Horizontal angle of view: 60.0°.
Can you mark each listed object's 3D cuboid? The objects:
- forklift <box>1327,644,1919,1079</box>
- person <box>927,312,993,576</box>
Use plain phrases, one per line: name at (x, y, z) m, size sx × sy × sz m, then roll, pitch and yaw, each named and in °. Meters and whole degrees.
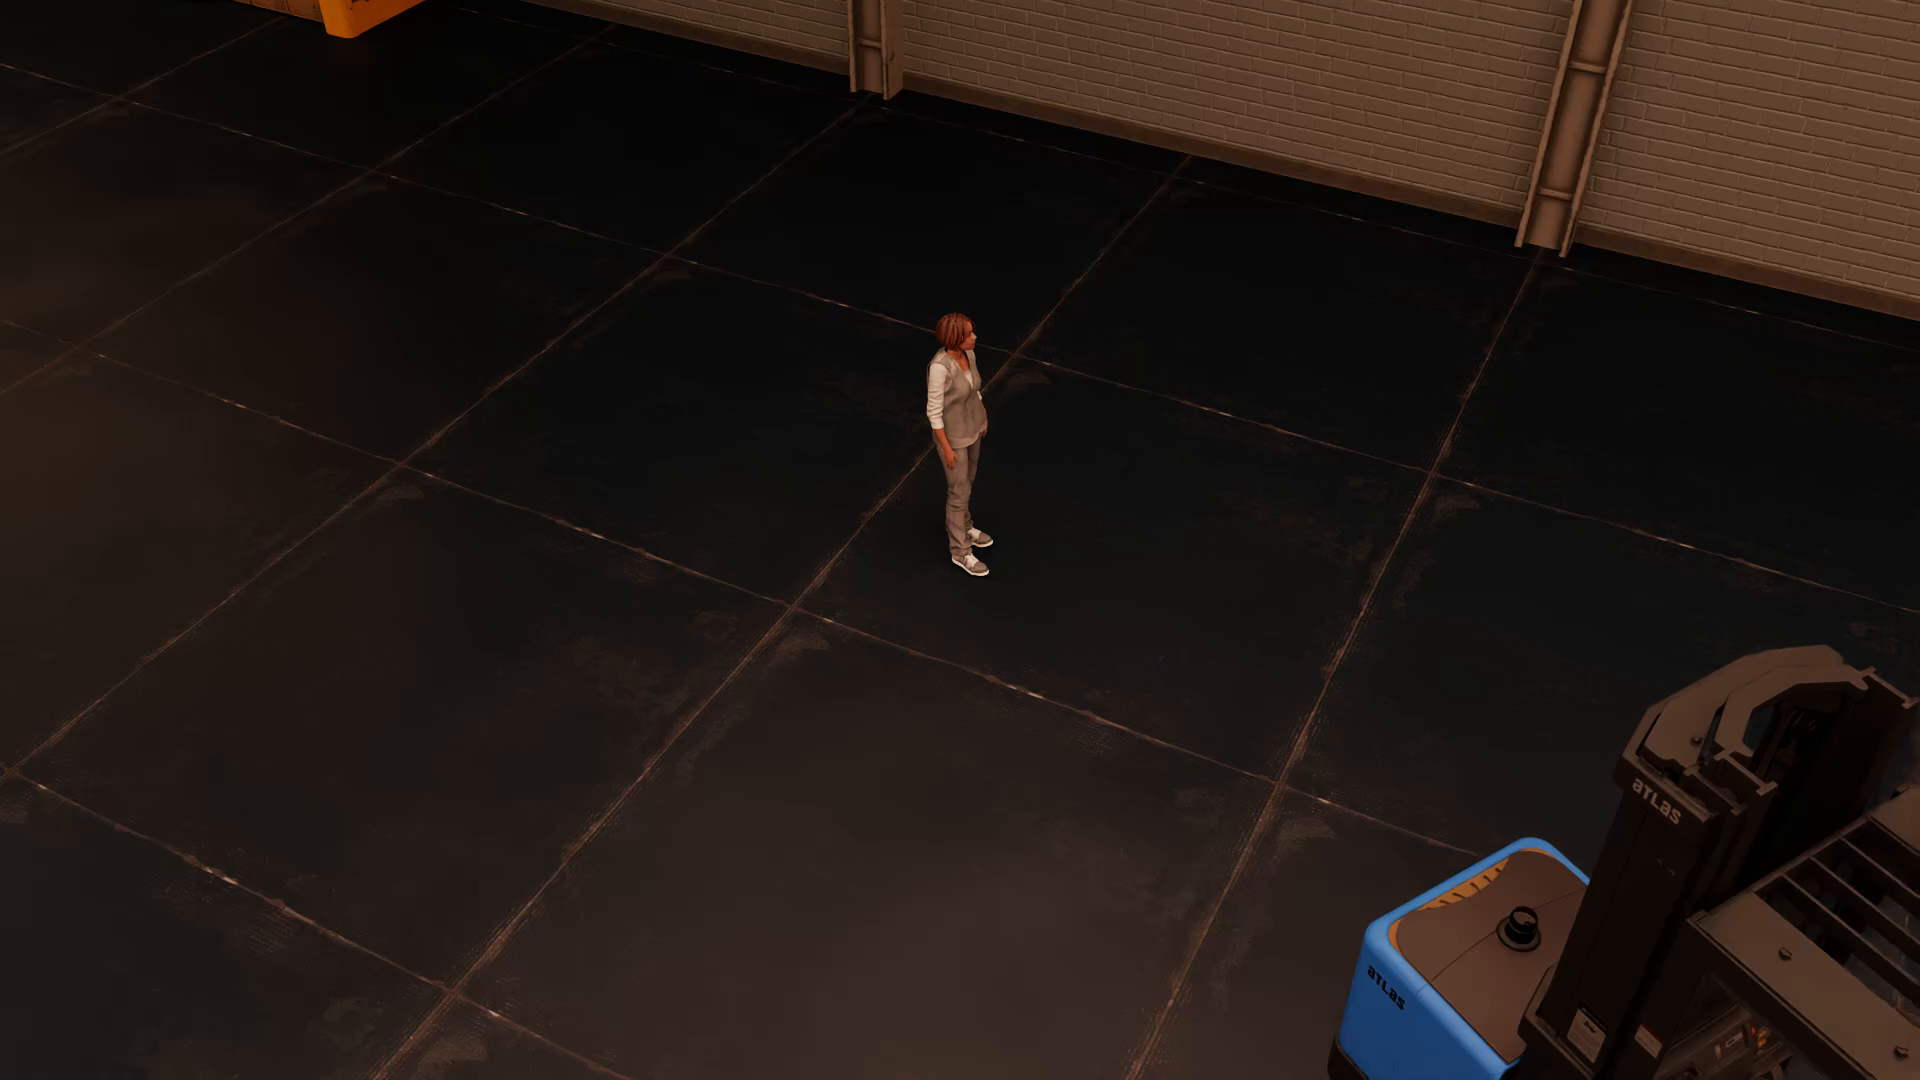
forklift at (2.819, 1.921, 5.706) m, size 1.130 × 2.935 × 3.031 m, roll -21°, pitch 45°, yaw -23°
person at (0.059, -0.587, 9.707) m, size 0.475 × 1.597 × 0.520 m, roll 18°, pitch 43°, yaw 21°
